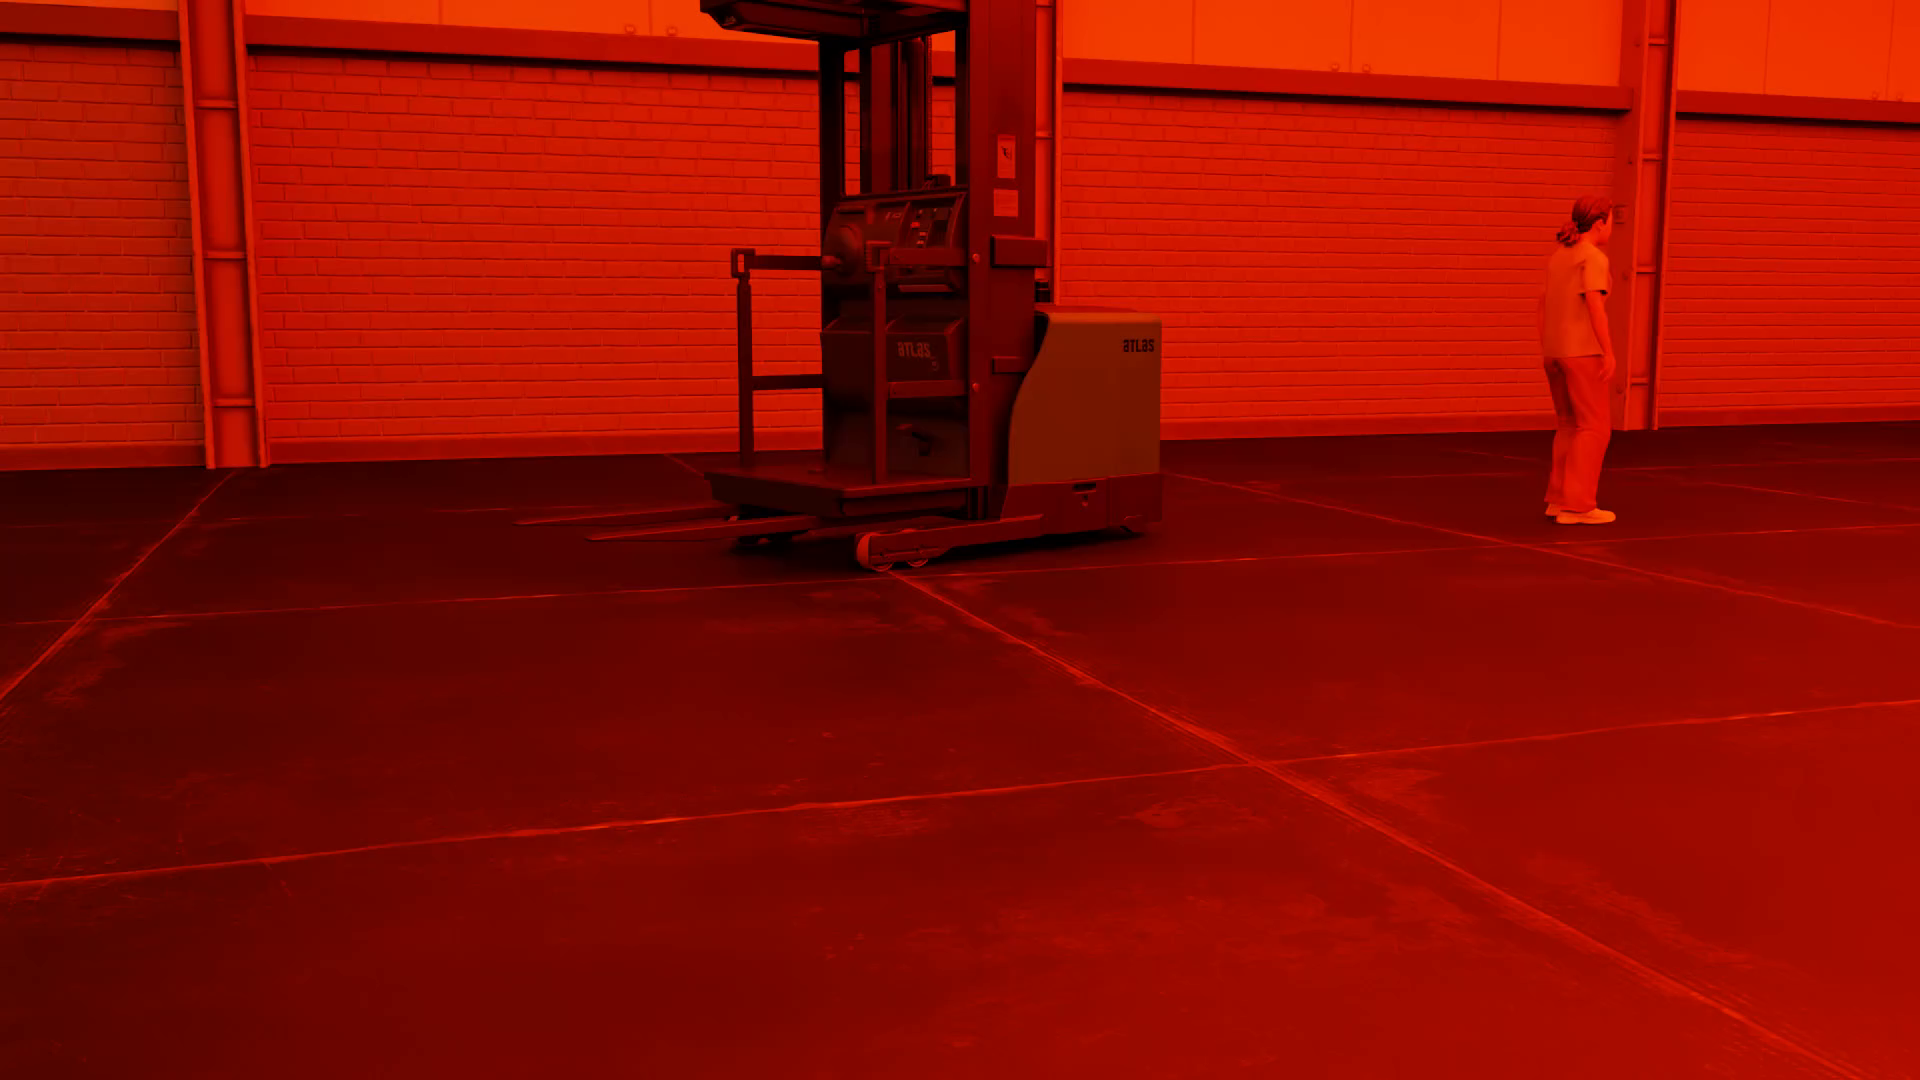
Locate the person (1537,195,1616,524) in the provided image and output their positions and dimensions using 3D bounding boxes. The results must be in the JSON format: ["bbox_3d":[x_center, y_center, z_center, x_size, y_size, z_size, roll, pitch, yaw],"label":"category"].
[{"bbox_3d":[3.220,-0.921,8.558,0.404,1.681,0.521,-2,8,-12],"label":"person"}]

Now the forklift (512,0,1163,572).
[{"bbox_3d":[-0.461,-1.399,7.333,3.031,2.935,1.130,-7,10,-40],"label":"forklift"}]
